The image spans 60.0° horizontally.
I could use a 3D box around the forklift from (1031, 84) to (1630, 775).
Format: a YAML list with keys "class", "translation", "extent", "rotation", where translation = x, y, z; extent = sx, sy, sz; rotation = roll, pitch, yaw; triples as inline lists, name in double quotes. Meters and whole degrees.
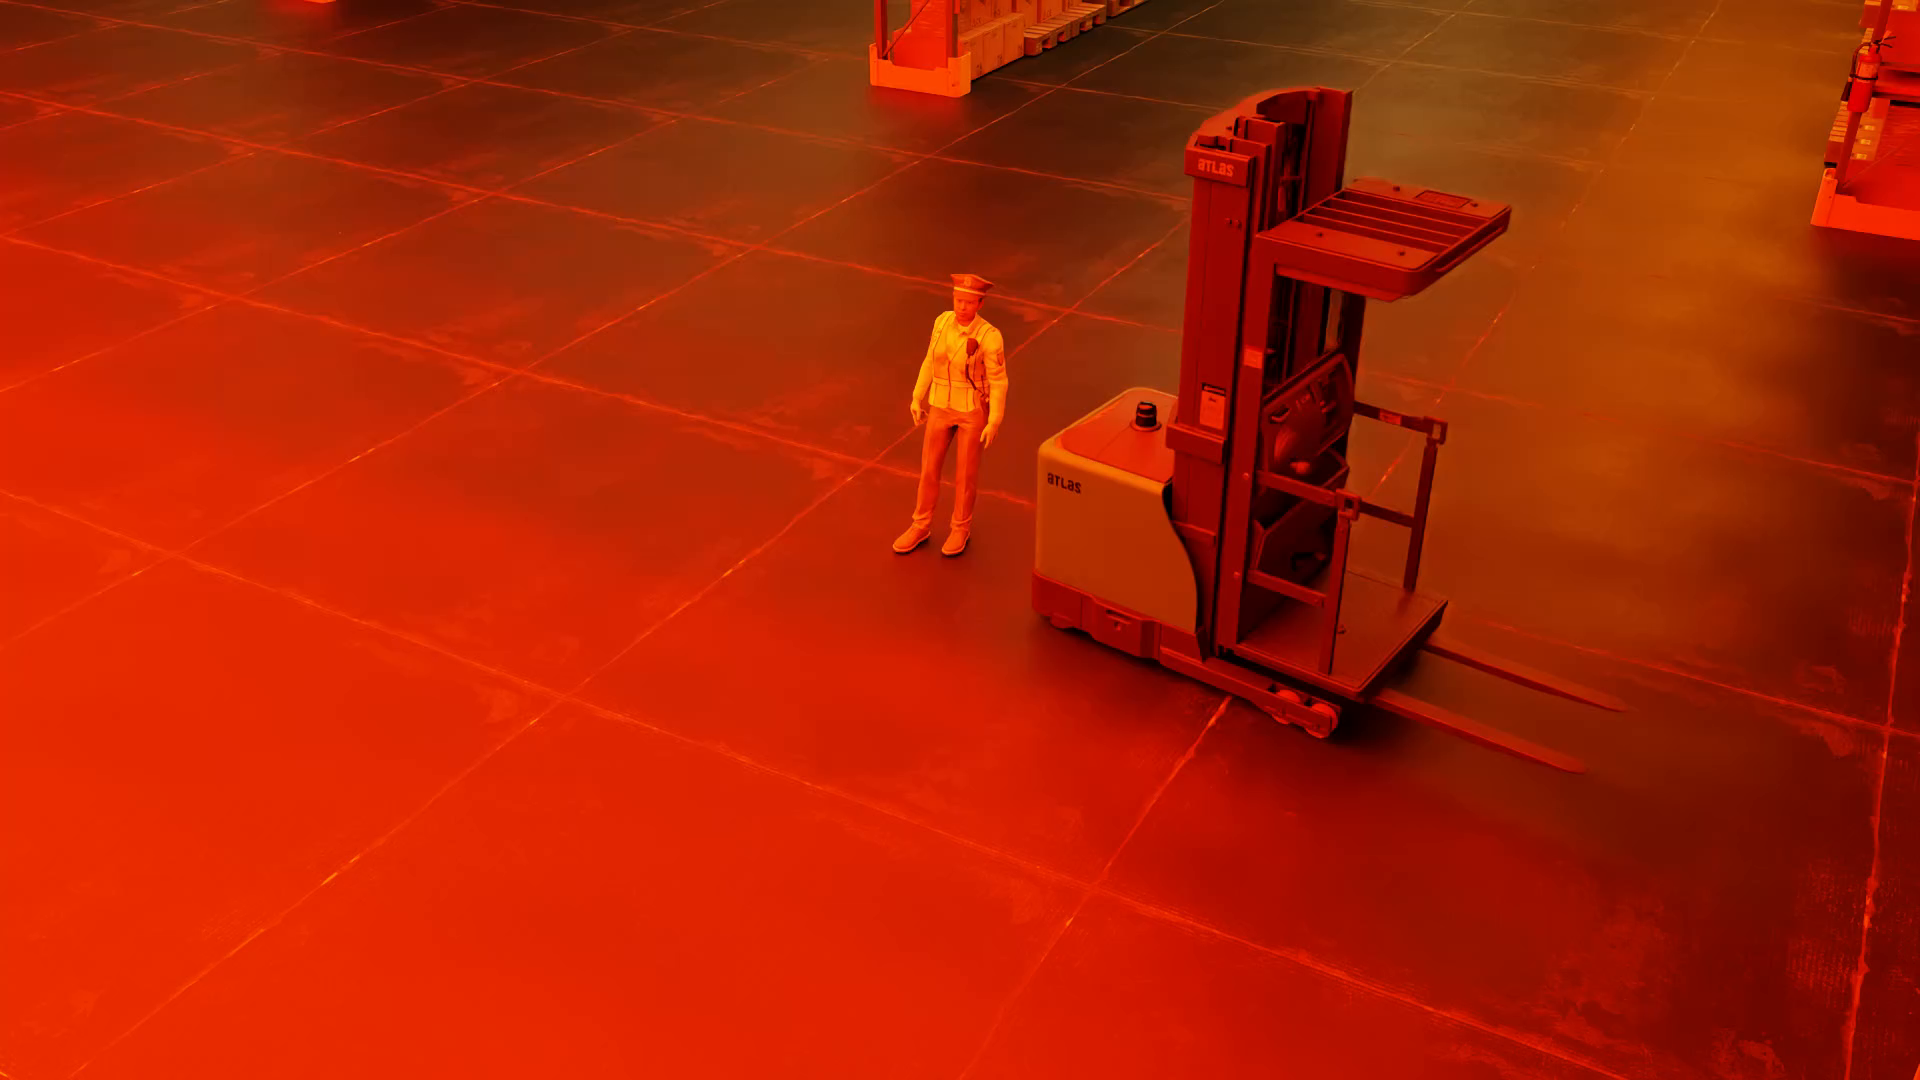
- class: "forklift"
  translation: [1.876, -0.585, 8.084]
  extent: [3.031, 2.935, 1.130]
  rotation: [21, 36, 32]

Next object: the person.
- class: "person"
  translation: [-0.039, -0.711, 9.526]
  extent: [0.587, 1.694, 0.529]
  rotation: [15, 33, 25]
